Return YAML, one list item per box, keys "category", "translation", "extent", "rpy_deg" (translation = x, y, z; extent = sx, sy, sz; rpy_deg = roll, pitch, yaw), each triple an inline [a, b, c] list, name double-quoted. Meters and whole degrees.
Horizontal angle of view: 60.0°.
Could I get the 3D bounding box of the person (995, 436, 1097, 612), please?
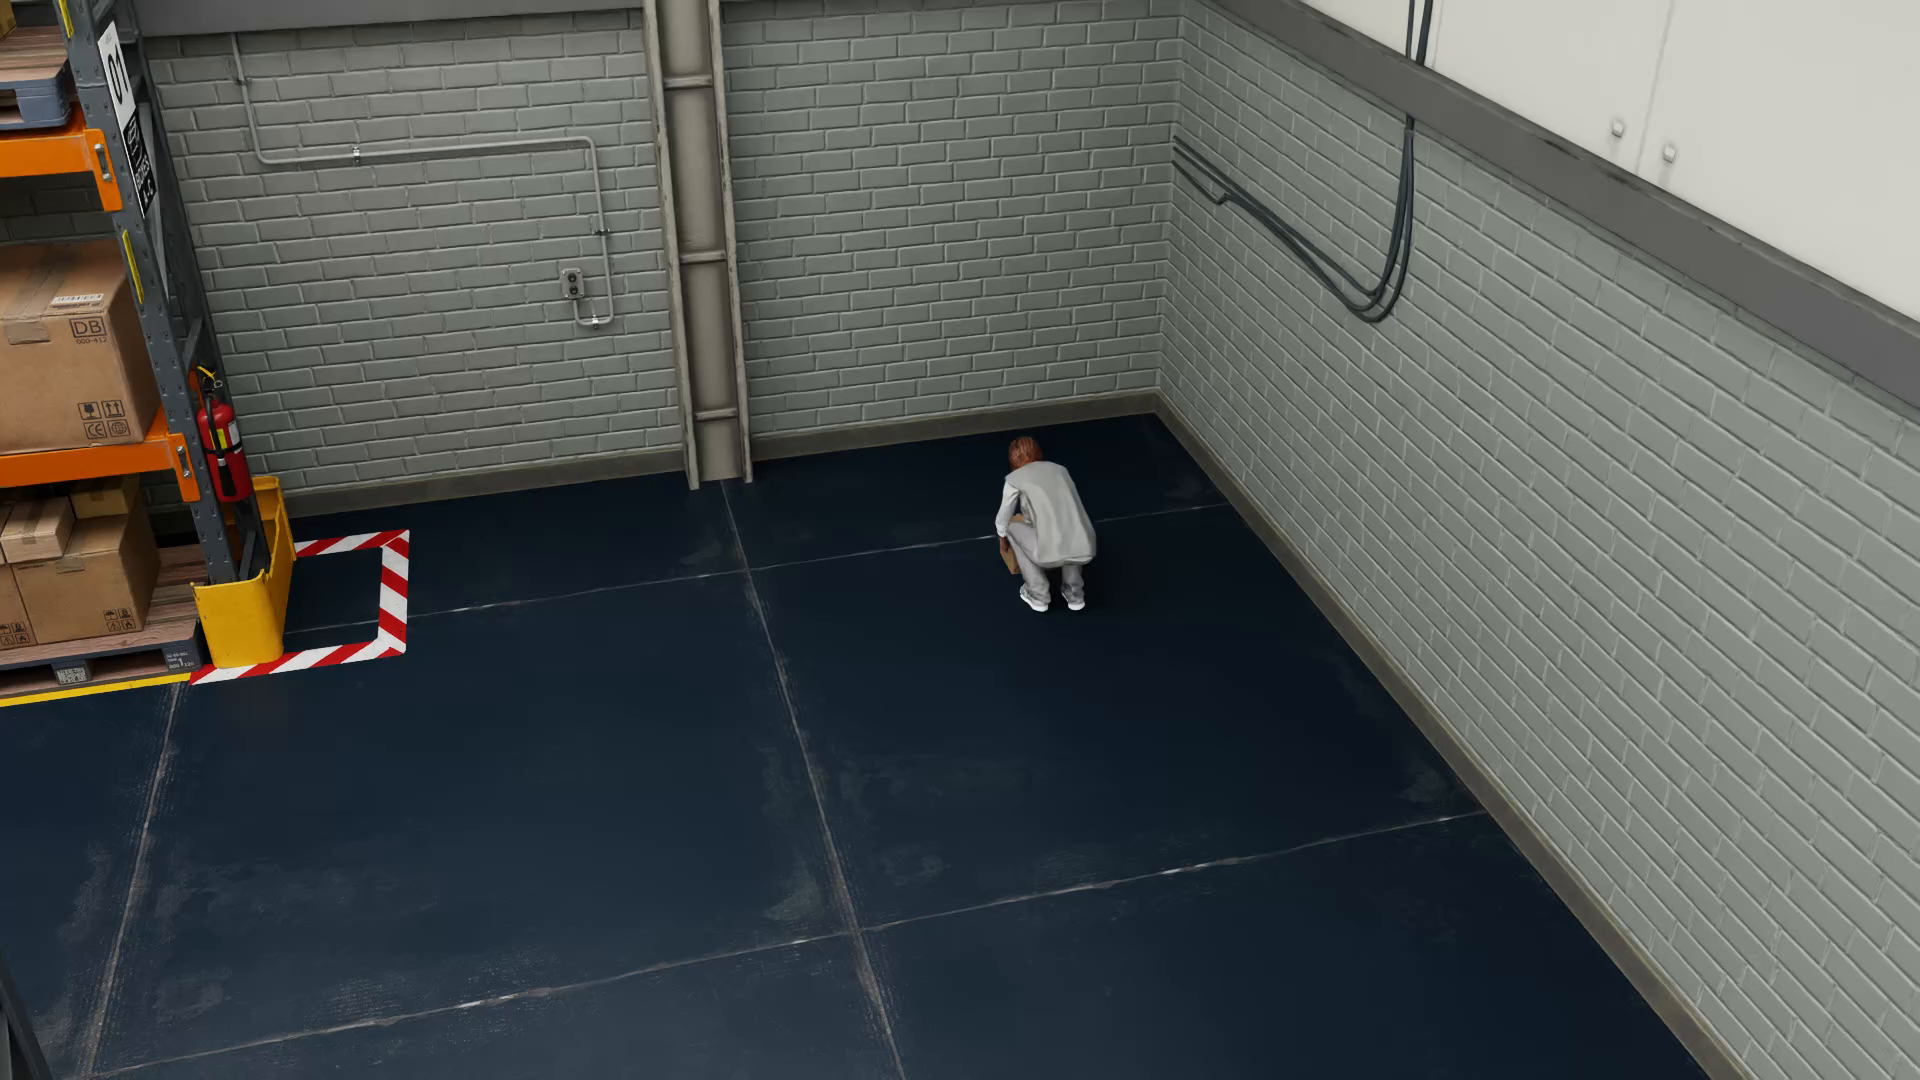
- category: "person"
  translation: [0.470, -0.057, 9.089]
  extent: [0.443, 0.829, 0.803]
  rpy_deg: [-8, 32, -13]
